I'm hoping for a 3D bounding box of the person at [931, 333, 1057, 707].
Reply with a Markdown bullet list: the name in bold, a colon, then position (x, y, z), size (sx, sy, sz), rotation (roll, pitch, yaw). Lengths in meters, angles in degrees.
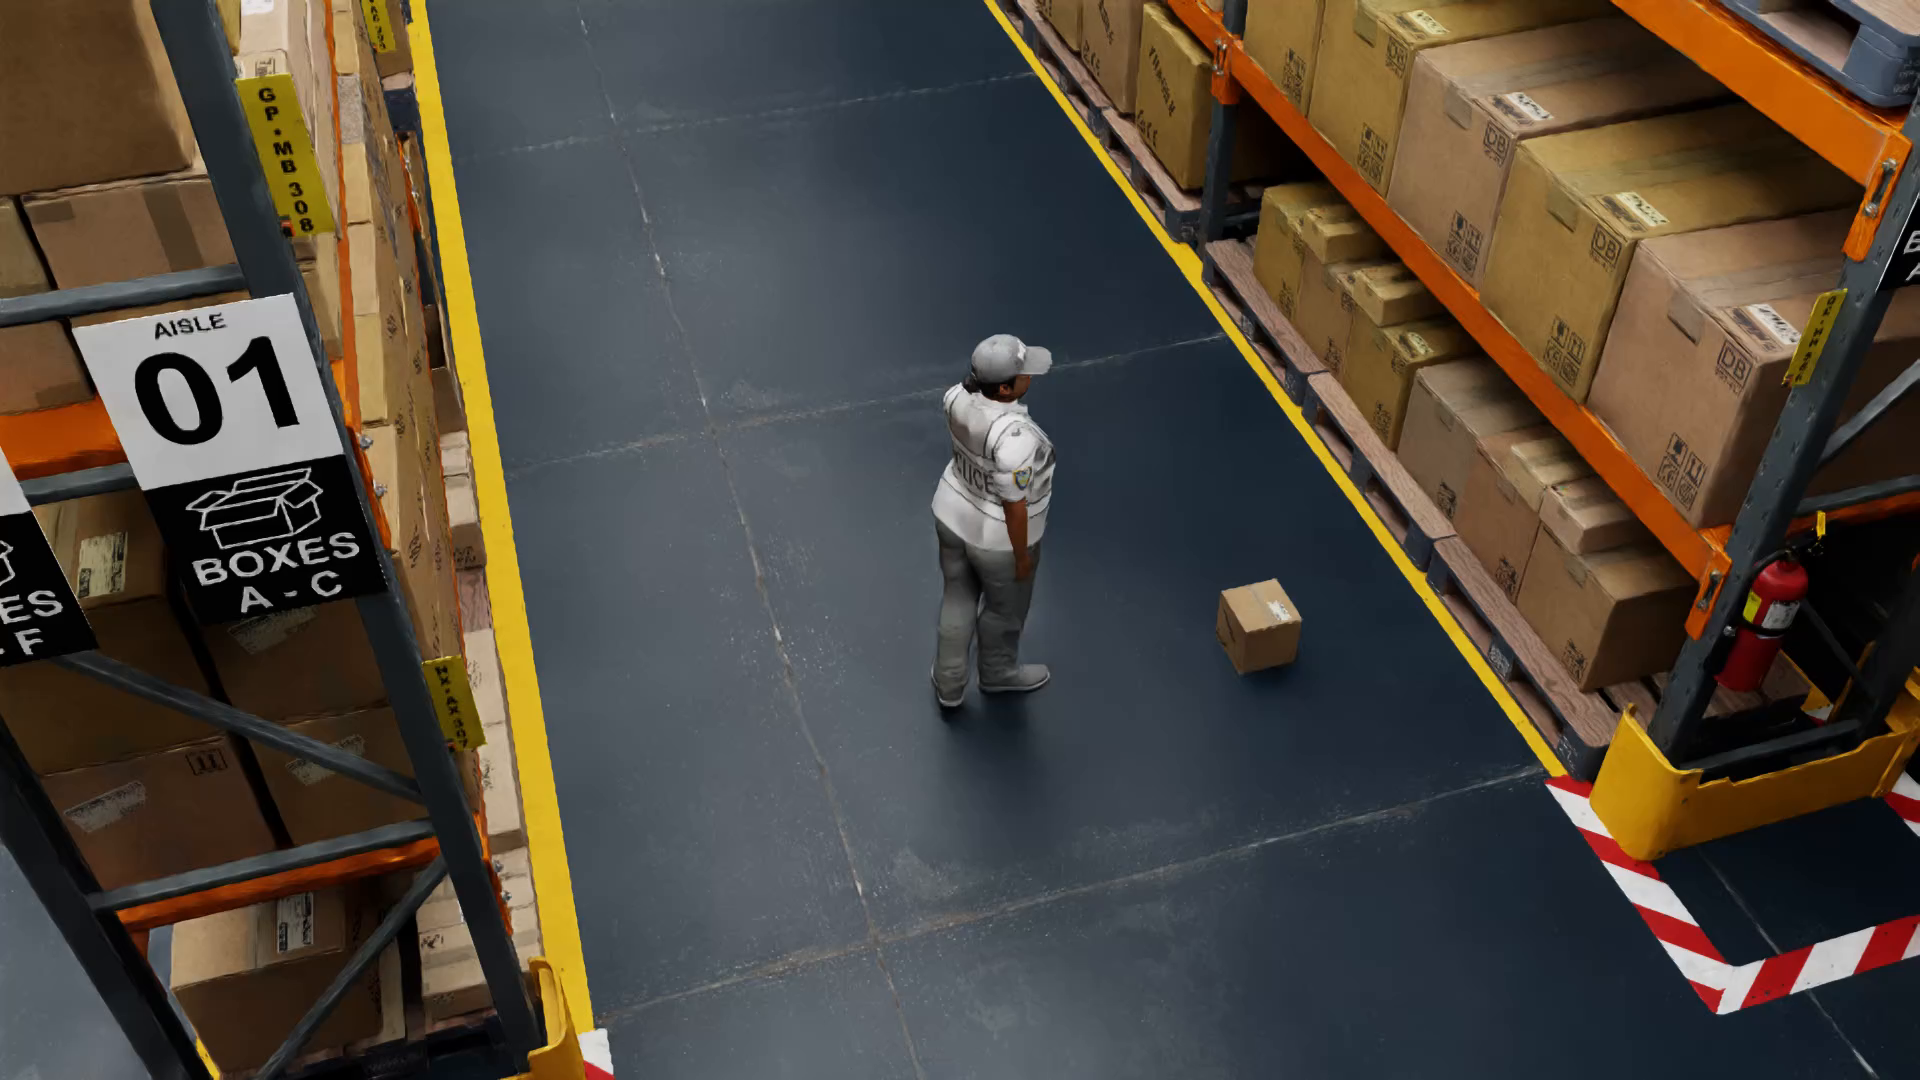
- **person**: position (0.097, -0.049, 6.211), size (0.502, 1.671, 0.481), rotation (-31, 51, -29)
